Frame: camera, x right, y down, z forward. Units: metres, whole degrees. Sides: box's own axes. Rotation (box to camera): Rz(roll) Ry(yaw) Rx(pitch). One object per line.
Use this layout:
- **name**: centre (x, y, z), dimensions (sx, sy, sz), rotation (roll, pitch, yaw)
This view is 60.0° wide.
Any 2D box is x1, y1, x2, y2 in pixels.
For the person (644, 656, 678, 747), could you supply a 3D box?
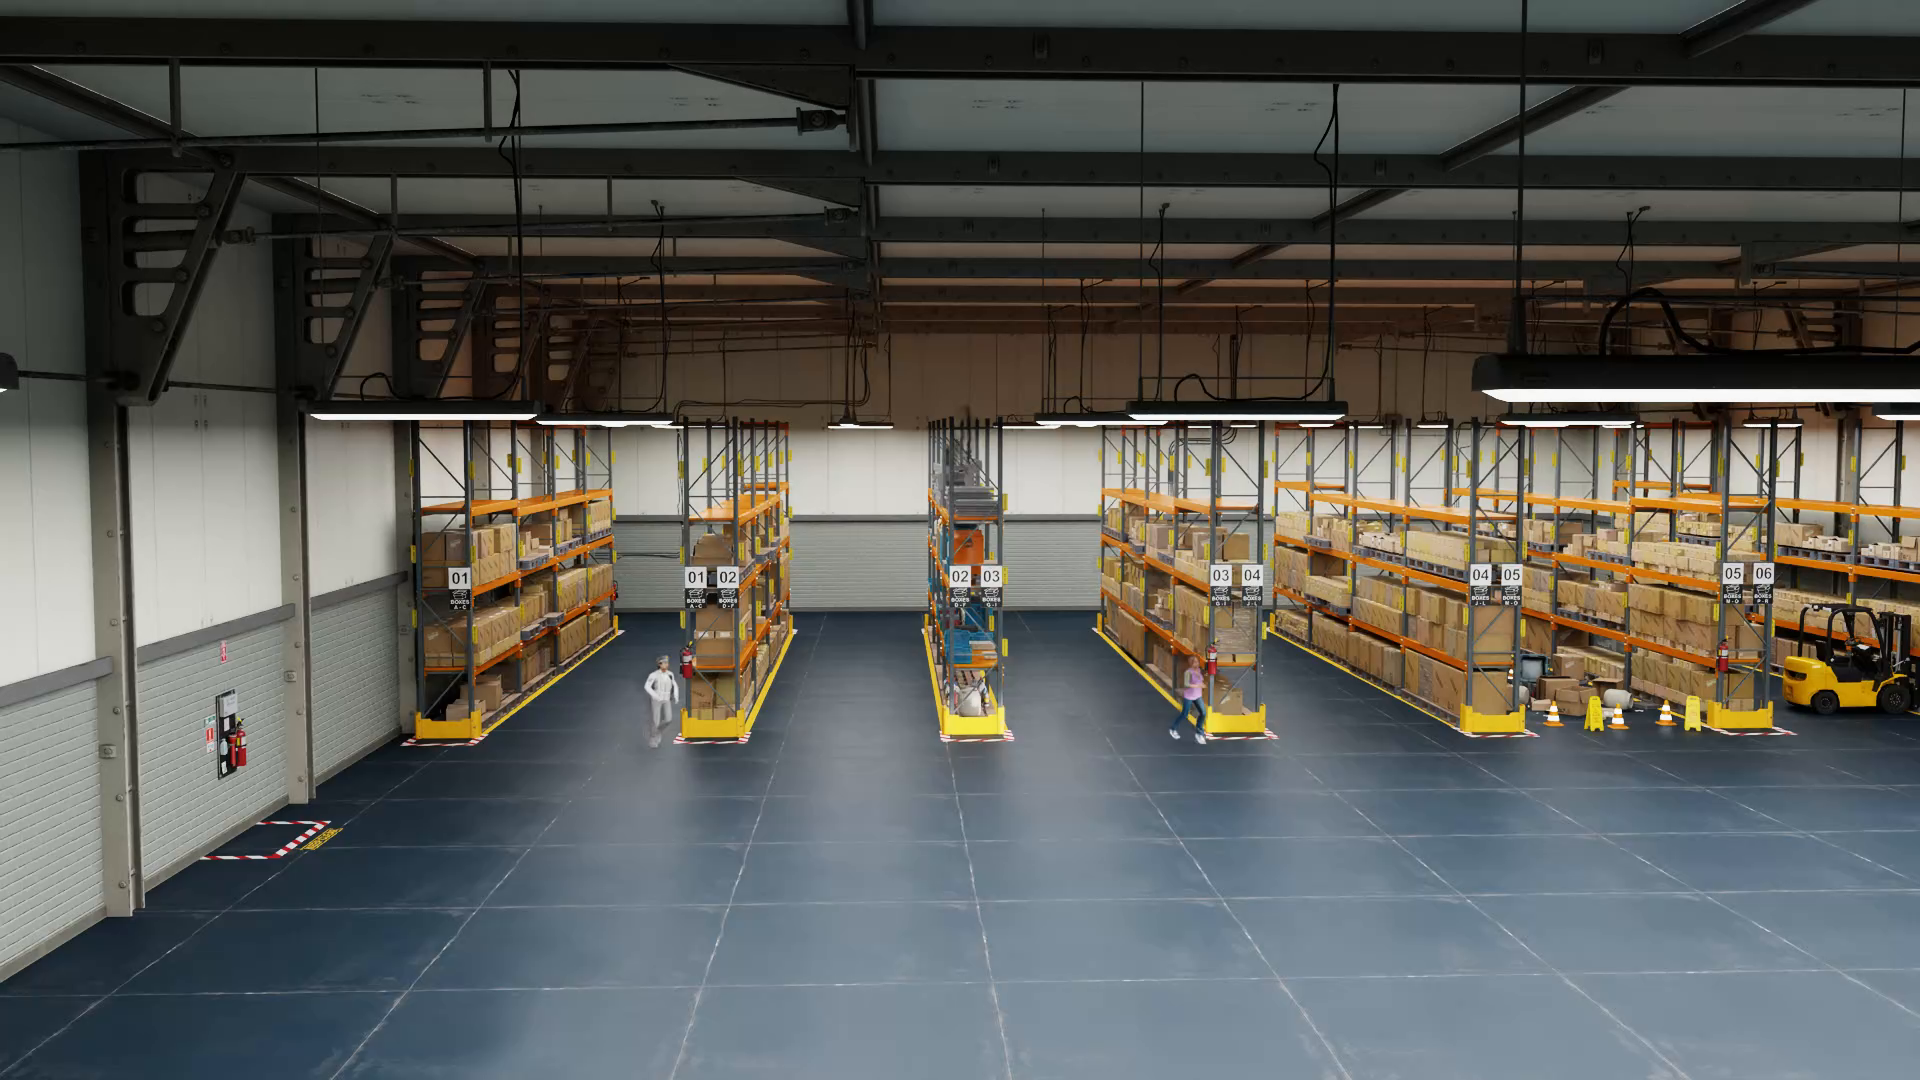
- **person**: centre (-5.399, 2.931, 30.226), dimensions (0.668, 1.648, 0.489), rotation (-3, 5, -35)

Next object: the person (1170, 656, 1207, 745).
- **person**: centre (4.254, 2.928, 30.583), dimensions (0.548, 1.631, 0.839), rotation (-3, 5, -36)

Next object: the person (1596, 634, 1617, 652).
- **person**: centre (16.333, 2.097, 41.958), dimensions (0.677, 1.823, 0.738), rotation (-1, 4, -9)
